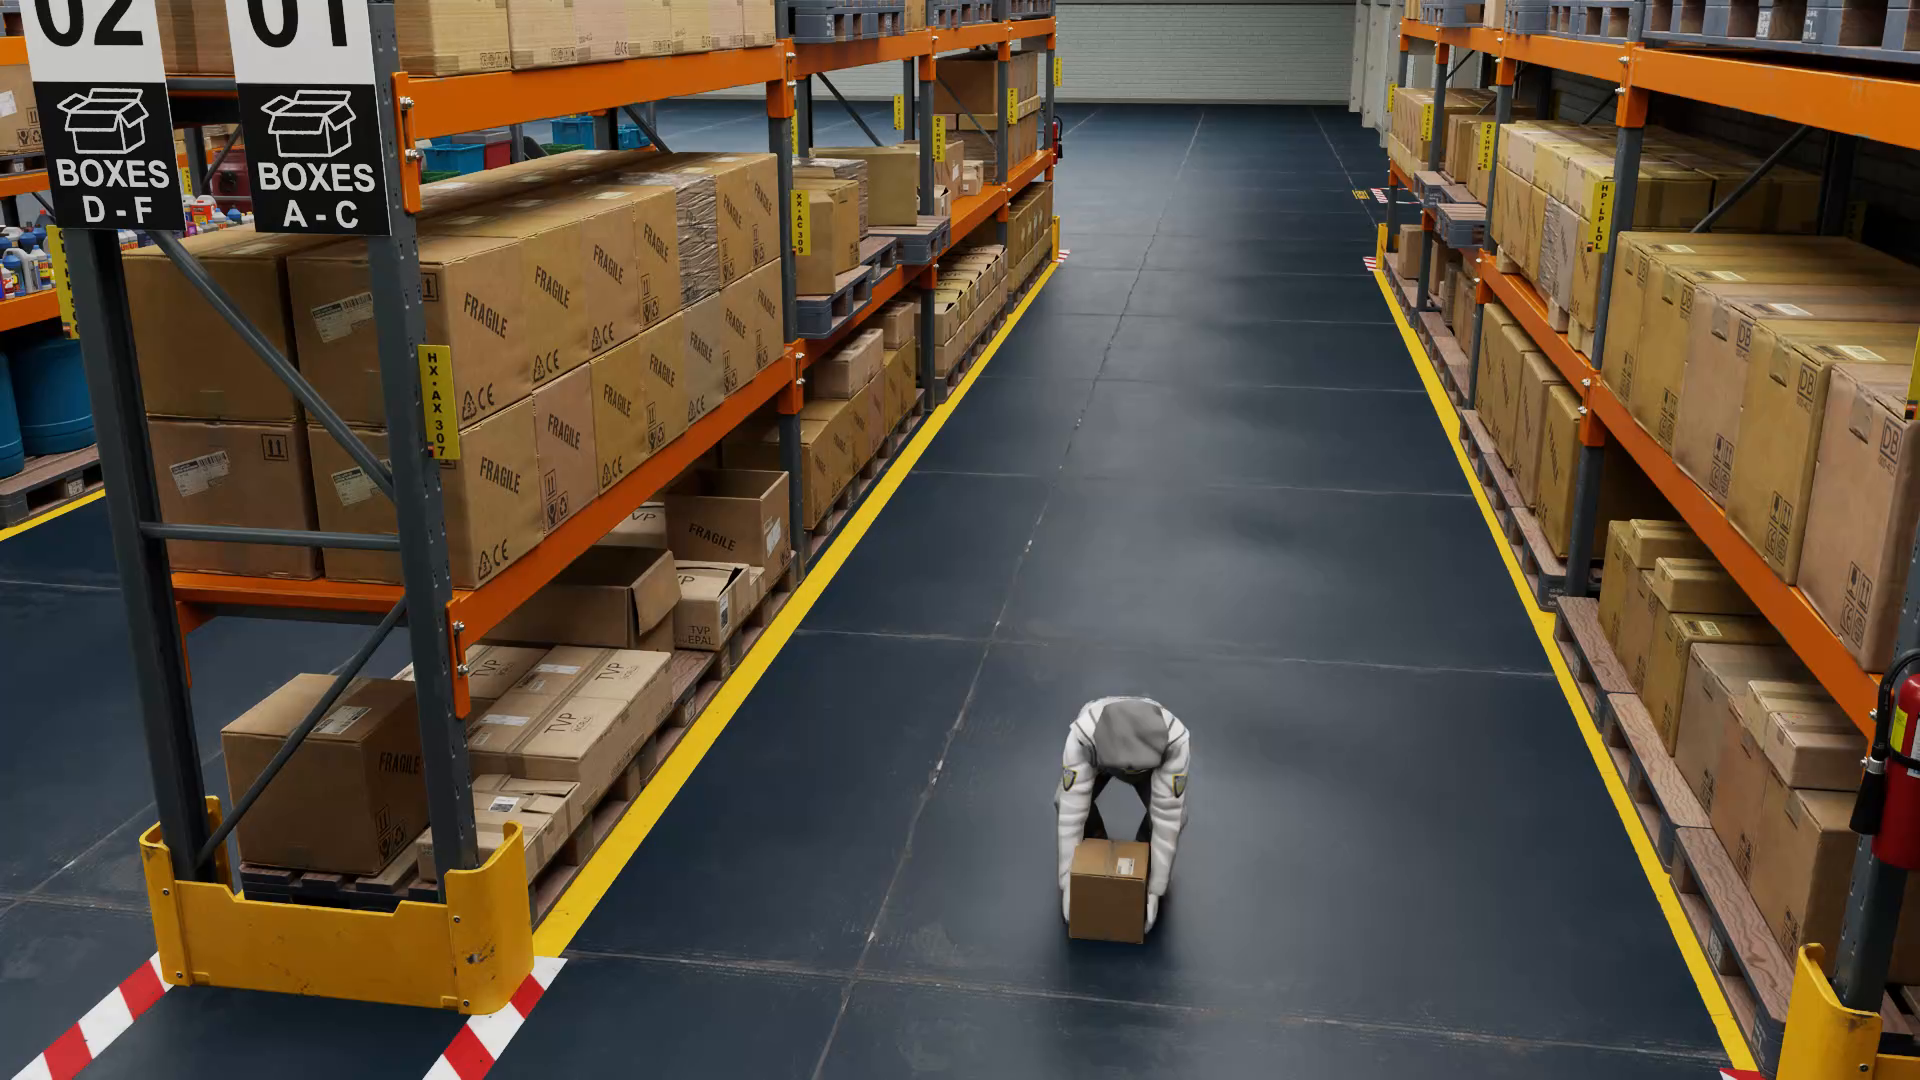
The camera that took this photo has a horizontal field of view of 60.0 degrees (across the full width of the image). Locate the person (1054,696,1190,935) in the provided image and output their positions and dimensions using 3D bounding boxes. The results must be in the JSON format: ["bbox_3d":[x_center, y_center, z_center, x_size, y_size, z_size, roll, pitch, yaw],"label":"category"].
[{"bbox_3d":[0.575,0.850,5.870,0.470,0.850,0.868,3,18,9],"label":"person"}]
